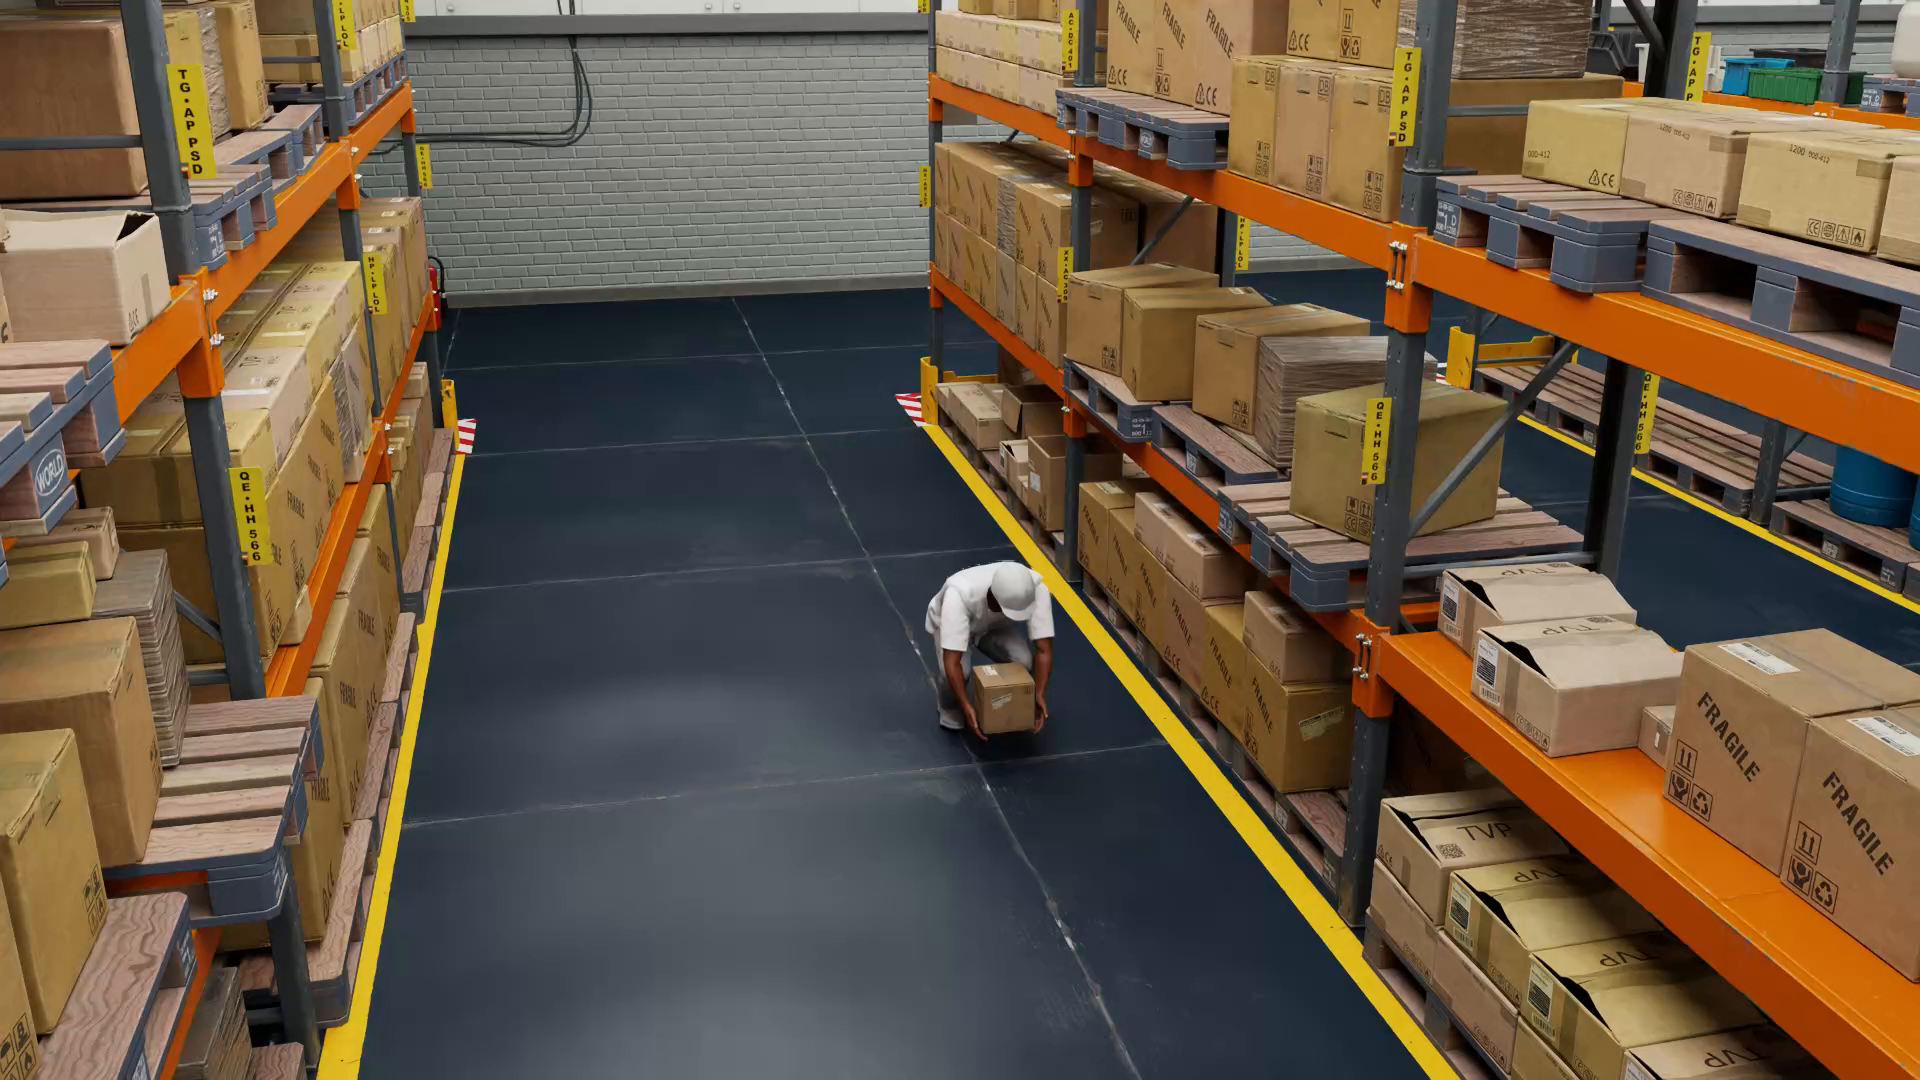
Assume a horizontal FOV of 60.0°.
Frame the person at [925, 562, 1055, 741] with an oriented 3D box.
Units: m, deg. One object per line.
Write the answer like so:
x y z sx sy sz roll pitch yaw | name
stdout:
0.152 0.489 8.309 0.586 1.001 0.894 -5 20 -13 | person
